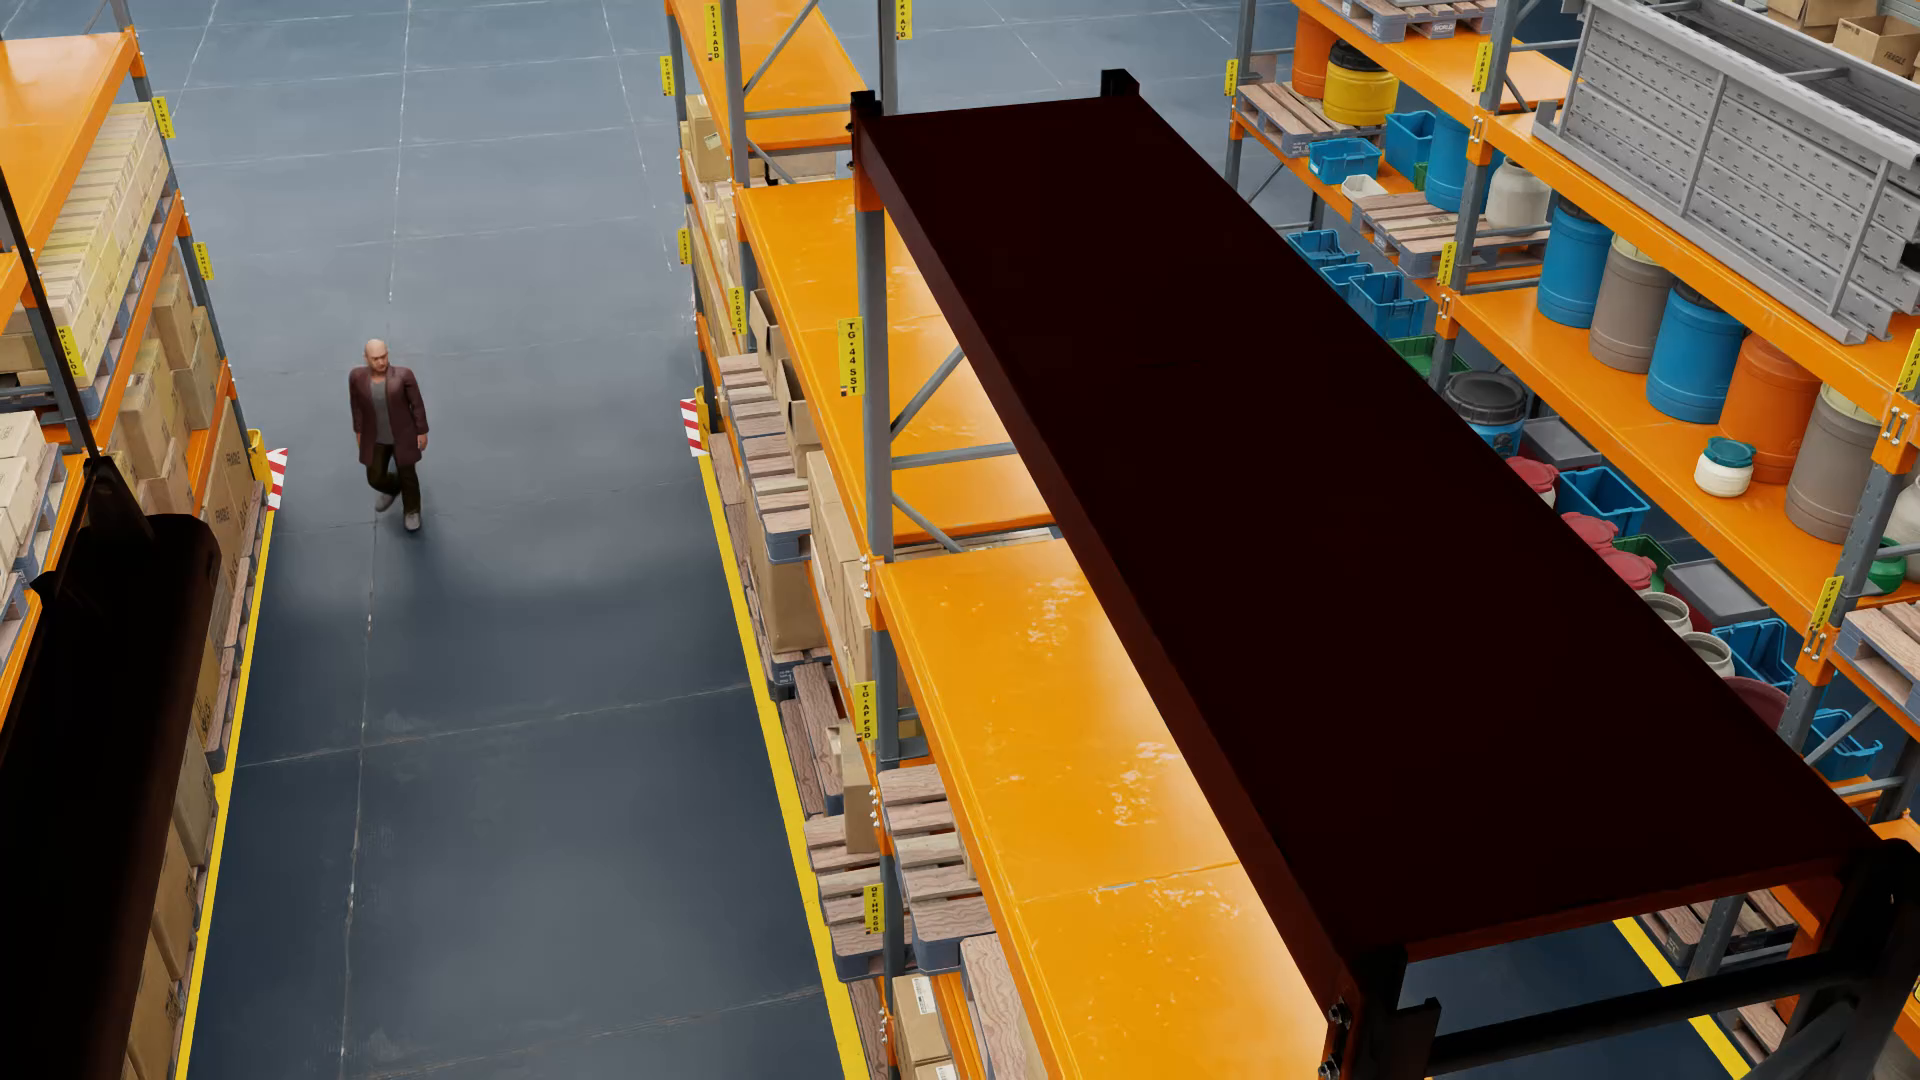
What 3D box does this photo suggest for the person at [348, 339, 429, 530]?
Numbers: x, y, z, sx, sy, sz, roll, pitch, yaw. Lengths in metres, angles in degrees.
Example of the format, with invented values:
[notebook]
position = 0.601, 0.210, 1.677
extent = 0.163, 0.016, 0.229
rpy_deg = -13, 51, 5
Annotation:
[person]
position = -4.727, -0.901, 13.832
extent = 0.616, 1.770, 0.571
rpy_deg = -3, 35, -4
